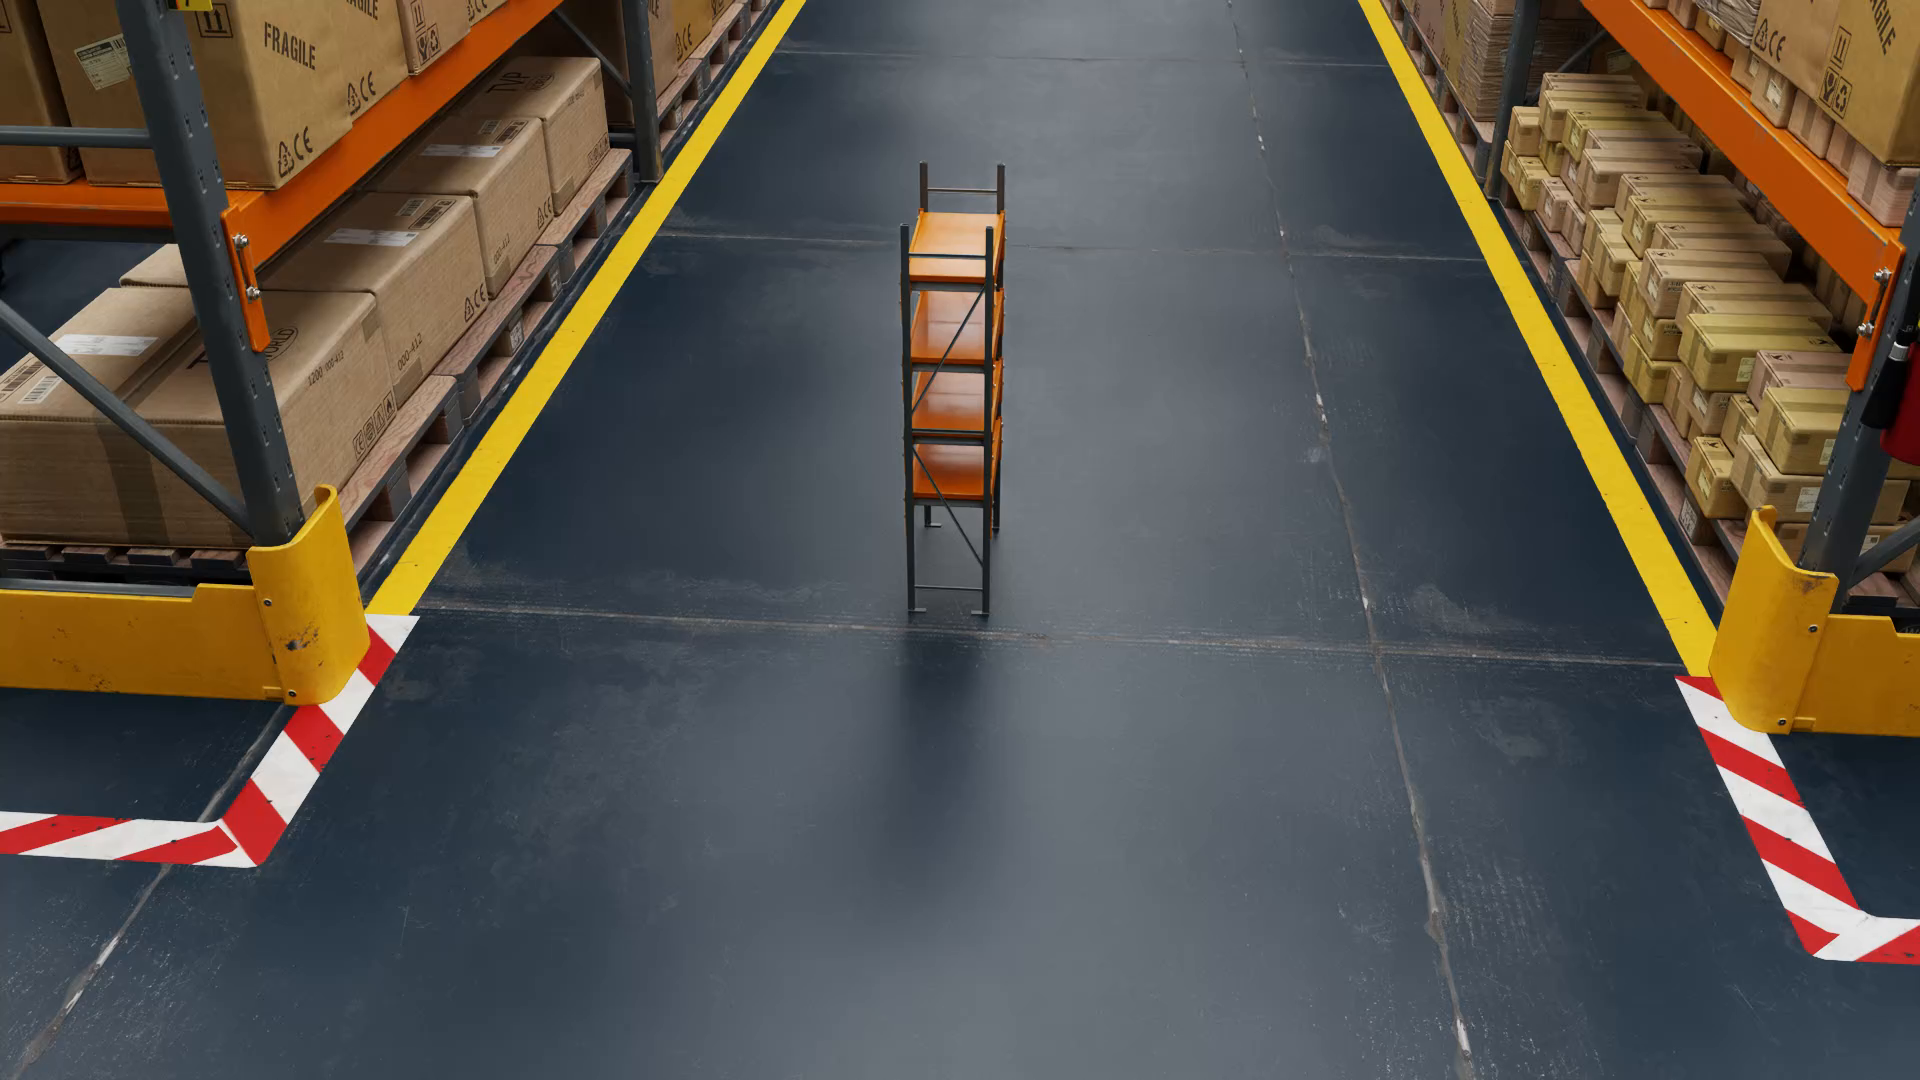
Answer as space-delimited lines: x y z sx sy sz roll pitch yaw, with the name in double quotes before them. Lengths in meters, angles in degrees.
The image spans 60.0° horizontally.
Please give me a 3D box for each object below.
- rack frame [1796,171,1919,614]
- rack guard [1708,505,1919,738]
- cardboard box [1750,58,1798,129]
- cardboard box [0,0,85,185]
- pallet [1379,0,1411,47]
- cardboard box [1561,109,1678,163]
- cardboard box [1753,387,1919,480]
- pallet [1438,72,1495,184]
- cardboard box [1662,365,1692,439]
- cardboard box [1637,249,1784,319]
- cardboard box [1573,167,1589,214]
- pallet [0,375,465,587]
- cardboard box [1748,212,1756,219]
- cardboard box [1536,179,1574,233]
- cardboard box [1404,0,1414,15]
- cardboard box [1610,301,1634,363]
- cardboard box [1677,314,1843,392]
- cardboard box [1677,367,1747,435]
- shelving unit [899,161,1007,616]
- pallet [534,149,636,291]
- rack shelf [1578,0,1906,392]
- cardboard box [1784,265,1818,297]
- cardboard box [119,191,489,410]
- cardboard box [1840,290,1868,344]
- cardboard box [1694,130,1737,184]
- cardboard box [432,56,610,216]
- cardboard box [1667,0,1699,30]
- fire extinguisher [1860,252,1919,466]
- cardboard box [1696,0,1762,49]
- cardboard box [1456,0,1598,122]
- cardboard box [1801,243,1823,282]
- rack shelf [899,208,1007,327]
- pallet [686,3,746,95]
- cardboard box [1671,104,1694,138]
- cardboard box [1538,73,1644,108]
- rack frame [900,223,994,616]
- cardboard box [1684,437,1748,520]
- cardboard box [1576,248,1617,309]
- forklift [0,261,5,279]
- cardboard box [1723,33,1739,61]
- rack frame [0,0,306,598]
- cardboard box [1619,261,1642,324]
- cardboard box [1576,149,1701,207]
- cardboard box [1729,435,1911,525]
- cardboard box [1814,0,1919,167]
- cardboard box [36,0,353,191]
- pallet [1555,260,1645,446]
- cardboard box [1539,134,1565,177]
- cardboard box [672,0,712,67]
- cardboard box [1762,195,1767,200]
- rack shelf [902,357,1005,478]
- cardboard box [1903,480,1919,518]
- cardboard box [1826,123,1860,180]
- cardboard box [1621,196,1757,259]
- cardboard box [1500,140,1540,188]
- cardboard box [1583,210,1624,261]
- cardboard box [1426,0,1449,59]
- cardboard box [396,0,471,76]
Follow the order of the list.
"rack frame" 2.665 -0.792 3.676 1.000 3.000 0.127 2 32 4
"rack guard" 2.672 0.233 4.396 1.175 0.500 0.348 2 32 4
"cardboard box" 2.471 -1.262 4.678 0.380 0.149 0.250 3 32 5
"cardboard box" -2.501 -1.256 4.334 0.500 0.500 0.500 3 32 4
"pallet" 3.252 -3.379 10.532 1.003 0.211 1.213 2 32 4
"cardboard box" 2.704 -1.655 6.826 0.380 0.149 0.250 2 32 3
"cardboard box" 2.456 -0.298 4.624 0.380 0.149 0.250 3 32 5
"pallet" 3.053 -2.103 8.462 1.003 0.211 1.213 2 32 4
"cardboard box" 2.535 -0.444 5.428 0.380 0.149 0.250 3 32 4
"cardboard box" 2.479 -0.843 5.509 0.380 0.149 0.250 4 32 6
"cardboard box" 2.703 -1.393 6.685 0.380 0.149 0.250 1 32 1
"pallet" -2.289 -0.185 5.349 1.003 0.211 1.213 2 32 4
"cardboard box" 3.107 -1.114 6.232 0.380 0.149 0.250 1 32 2
"cardboard box" 2.651 -1.400 6.980 0.380 0.149 0.250 2 32 4
"cardboard box" 2.967 -3.468 10.000 0.500 0.500 0.500 3 32 5
"cardboard box" 2.535 -0.722 5.880 0.380 0.149 0.250 3 32 5
"cardboard box" 2.428 -0.568 5.062 0.380 0.149 0.250 2 32 3
"cardboard box" 2.464 -0.443 5.144 0.380 0.149 0.250 1 32 2
"shelving unit" -0.013 -0.424 4.795 0.258 1.200 0.503 2 32 4
"pallet" -2.091 -1.461 7.419 1.003 0.211 1.213 2 32 4
"rack shelf" 2.828 -1.531 5.561 1.077 0.370 4.000 2 32 4
"cardboard box" 3.011 -0.835 5.779 0.380 0.149 0.250 4 32 7
"cardboard box" -2.256 -0.867 5.839 0.875 0.438 0.875 3 32 5
"cardboard box" 3.035 -0.678 5.242 0.380 0.149 0.250 1 32 2
"cardboard box" 3.128 -1.506 6.585 0.380 0.149 0.250 3 32 6
"cardboard box" -2.109 -1.806 7.364 0.875 0.438 0.875 2 32 3
"cardboard box" 2.607 -1.809 5.566 0.380 0.149 0.250 4 32 6
"fire extinguisher" 2.185 -0.488 3.612 0.296 0.674 0.183 2 32 4
"cardboard box" 2.524 -1.742 4.838 0.500 0.500 0.500 3 32 4
"cardboard box" 2.800 -2.396 8.261 0.500 0.500 0.500 2 32 3
"cardboard box" 3.134 -0.959 5.696 0.380 0.149 0.250 3 32 5
"rack shelf" -0.013 -0.759 4.589 0.258 0.148 0.480 2 32 4
"pallet" -1.866 -2.901 9.756 1.003 0.211 1.213 2 32 4
"cardboard box" 3.240 -1.769 7.012 0.380 0.149 0.250 3 32 5
"cardboard box" 2.757 -1.930 7.273 0.380 0.149 0.250 4 32 6
"rack frame" -0.033 -0.297 4.588 0.240 1.200 0.015 2 32 4
"cardboard box" 2.420 -0.180 5.000 0.380 0.149 0.250 3 32 5
"cardboard box" 2.576 -0.992 6.317 0.380 0.149 0.250 2 32 3
"forklift" -4.574 -2.151 5.946 1.130 2.935 3.031 2 32 3
"cardboard box" 2.603 -1.537 5.125 0.380 0.149 0.250 1 32 2
"rack frame" -2.276 -0.950 3.933 1.000 3.000 0.127 2 32 4
"cardboard box" 2.533 -0.848 5.801 0.380 0.149 0.250 4 32 6
"cardboard box" 2.603 -1.388 6.393 0.380 0.149 0.250 3 32 5
"cardboard box" 2.424 -0.172 4.703 0.380 0.149 0.250 2 32 3
"cardboard box" 2.445 -1.207 3.971 0.500 0.500 0.500 3 32 5
"cardboard box" -1.951 -1.232 4.294 0.500 0.500 0.500 2 32 4
"pallet" 2.875 -0.704 6.191 1.003 0.211 1.213 2 32 4
"cardboard box" 2.711 -1.663 7.123 0.380 0.149 0.250 3 32 4
"cardboard box" -1.914 -3.116 9.073 0.875 0.875 0.875 3 32 5
"cardboard box" 3.189 -1.219 6.120 0.380 0.149 0.250 1 32 2
"rack shelf" -0.013 -0.367 4.830 0.258 0.148 0.480 2 32 4
"cardboard box" 2.967 -0.158 4.964 0.380 0.149 0.250 2 32 4
"cardboard box" 2.468 -0.996 4.246 0.380 0.149 0.250 2 32 4
"cardboard box" 2.604 -1.114 5.949 0.380 0.149 0.250 3 32 4
"cardboard box" 2.641 -1.672 7.421 0.380 0.149 0.250 1 32 2
"cardboard box" 2.573 -1.121 6.243 0.380 0.149 0.250 2 32 4
"cardboard box" 2.888 -2.932 9.131 0.500 0.500 0.500 2 32 3
"cardboard box" -1.878 -1.763 5.156 0.500 0.500 0.500 2 32 4
